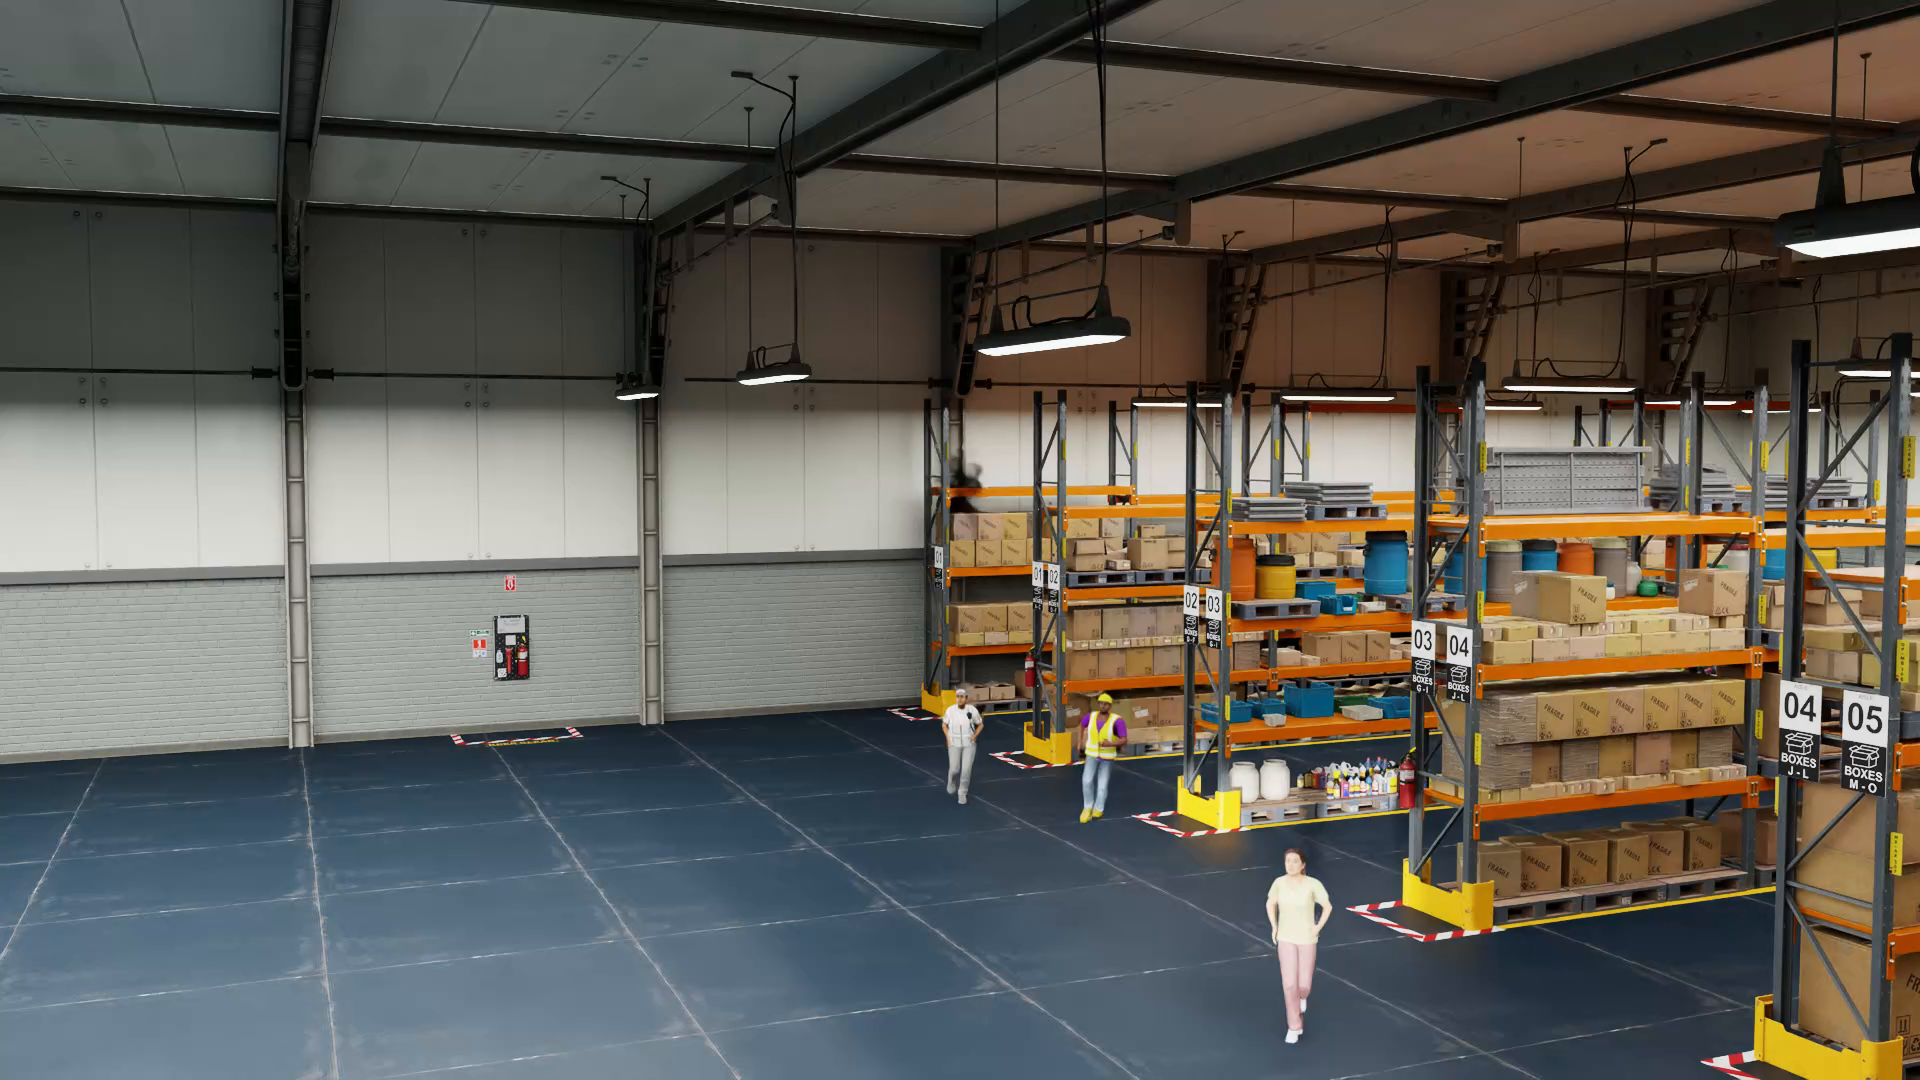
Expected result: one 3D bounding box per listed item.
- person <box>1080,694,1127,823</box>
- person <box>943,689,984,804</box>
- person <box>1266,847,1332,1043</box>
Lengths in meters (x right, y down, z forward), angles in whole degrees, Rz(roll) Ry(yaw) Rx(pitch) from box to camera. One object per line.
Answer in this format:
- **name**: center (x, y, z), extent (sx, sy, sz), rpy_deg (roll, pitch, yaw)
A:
- **person**: center (1.944, 2.955, 22.588), extent (0.659, 1.751, 0.665), rpy_deg (1, 3, 12)
- **person**: center (0.043, 2.949, 23.913), extent (0.598, 1.634, 0.586), rpy_deg (0, 3, 2)
- **person**: center (2.950, 3.497, 14.536), extent (0.576, 1.648, 0.644), rpy_deg (1, 4, 20)
